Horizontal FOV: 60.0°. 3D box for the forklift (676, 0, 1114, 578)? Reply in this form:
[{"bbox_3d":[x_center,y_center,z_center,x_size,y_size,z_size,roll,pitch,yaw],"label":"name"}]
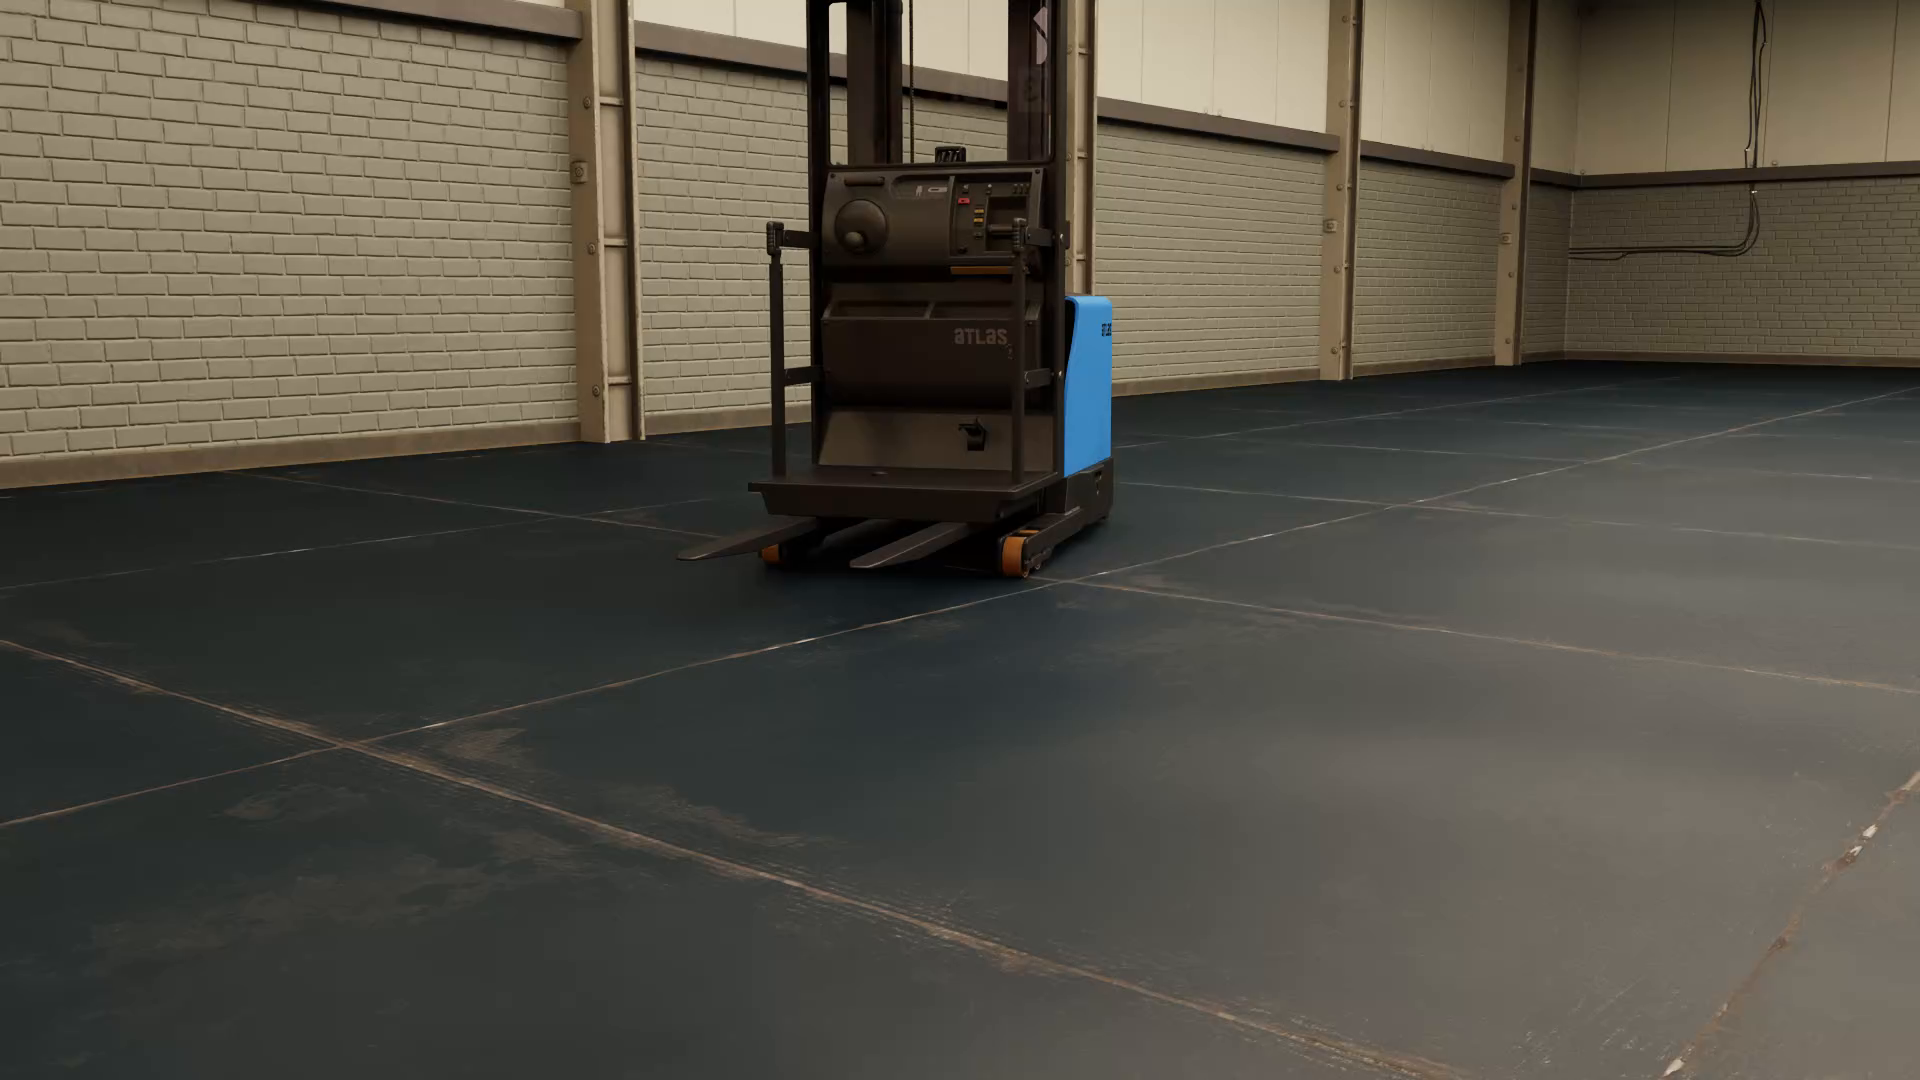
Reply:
[{"bbox_3d":[-0.176,-1.366,6.616,1.130,2.935,3.031,3,9,17],"label":"forklift"}]
